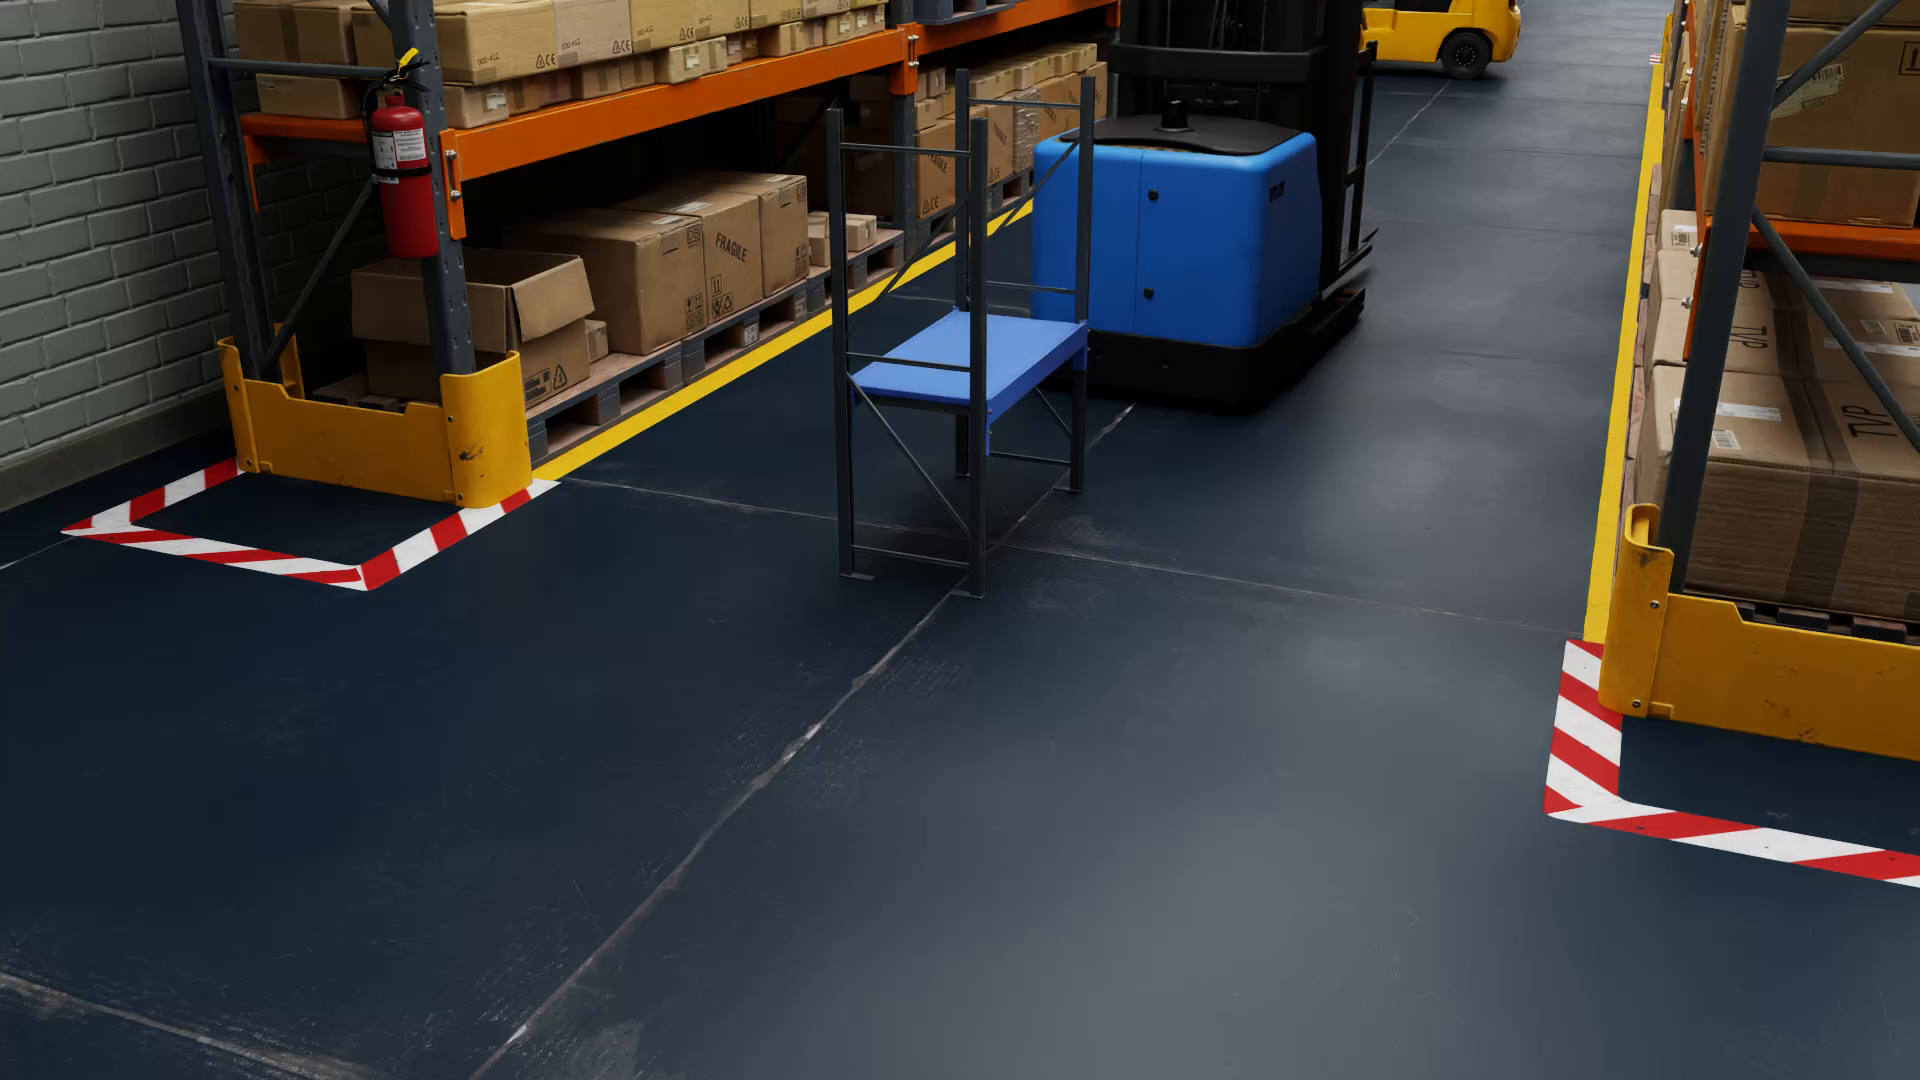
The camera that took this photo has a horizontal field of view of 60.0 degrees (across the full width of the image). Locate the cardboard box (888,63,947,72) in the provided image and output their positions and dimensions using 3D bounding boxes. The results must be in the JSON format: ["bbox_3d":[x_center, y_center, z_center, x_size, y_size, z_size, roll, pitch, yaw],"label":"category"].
[{"bbox_3d":[-0.307,-3.106,11.152,0.380,0.149,0.250,8,24,18],"label":"cardboard box"}]

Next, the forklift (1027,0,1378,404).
[{"bbox_3d":[1.394,-2.452,7.818,1.130,2.935,3.031,11,25,24],"label":"forklift"}]

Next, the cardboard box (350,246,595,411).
[{"bbox_3d":[-1.910,-0.854,6.597,0.797,0.503,0.637,8,24,18],"label":"cardboard box"}]

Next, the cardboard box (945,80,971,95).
[{"bbox_3d":[-0.154,-2.772,10.351,0.380,0.149,0.250,8,24,19],"label":"cardboard box"}]

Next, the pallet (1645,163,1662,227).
[{"bbox_3d":[4.994,-2.202,10.749,1.003,0.211,1.213,9,24,20],"label":"pallet"}]

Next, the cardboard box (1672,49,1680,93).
[{"bbox_3d":[6.650,-3.985,14.263,0.950,0.372,0.625,9,24,21],"label":"cardboard box"}]

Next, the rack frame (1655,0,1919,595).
[{"bbox_3d":[2.385,-0.898,4.007,1.000,3.000,0.127,9,24,20],"label":"rack frame"}]

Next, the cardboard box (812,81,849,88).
[{"bbox_3d":[-0.695,-2.734,10.260,0.380,0.149,0.250,9,24,21],"label":"cardboard box"}]

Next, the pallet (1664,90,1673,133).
[{"bbox_3d":[6.555,-3.626,14.158,1.003,0.211,1.213,9,24,20],"label":"pallet"}]

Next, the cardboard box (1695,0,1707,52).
[{"bbox_3d":[3.803,-2.456,7.934,0.500,0.250,0.500,8,24,19],"label":"cardboard box"}]

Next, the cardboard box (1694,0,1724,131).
[{"bbox_3d":[2.880,-1.704,5.808,0.500,0.500,0.500,10,24,22],"label":"cardboard box"}]

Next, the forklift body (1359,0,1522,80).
[{"bbox_3d":[4.708,-6.001,17.326,2.313,2.155,1.214,9,24,20],"label":"forklift body"}]

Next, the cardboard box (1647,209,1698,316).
[{"bbox_3d":[3.538,-1.131,7.346,0.875,0.438,0.875,8,24,19],"label":"cardboard box"}]

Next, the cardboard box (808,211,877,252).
[{"bbox_3d":[-0.673,-1.675,9.023,0.380,0.149,0.250,8,24,18],"label":"cardboard box"}]

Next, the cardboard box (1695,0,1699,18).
[{"bbox_3d":[4.567,-3.179,9.663,0.500,0.250,0.500,10,25,22],"label":"cardboard box"}]

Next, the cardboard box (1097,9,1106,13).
[{"bbox_3d":[1.754,-4.534,15.250,0.875,0.625,0.625,9,24,20],"label":"cardboard box"}]

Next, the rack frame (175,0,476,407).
[{"bbox_3d":[-2.225,-1.607,5.705,1.000,3.000,0.127,9,24,20],"label":"rack frame"}]

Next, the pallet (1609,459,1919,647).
[{"bbox_3d":[2.609,0.092,5.256,1.003,0.211,1.213,9,24,20],"label":"pallet"}]

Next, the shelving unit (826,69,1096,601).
[{"bbox_3d":[0.032,-0.723,5.534,0.538,1.500,1.048,9,24,20],"label":"shelving unit"}]

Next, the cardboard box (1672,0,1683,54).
[{"bbox_3d":[6.813,-4.713,15.191,0.500,0.500,0.500,8,24,19],"label":"cardboard box"}]

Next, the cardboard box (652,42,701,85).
[{"bbox_3d":[-1.323,-2.023,7.028,0.380,0.149,0.250,8,24,19],"label":"cardboard box"}]

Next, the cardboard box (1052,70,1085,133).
[{"bbox_3d":[0.593,-3.150,12.099,0.500,0.500,0.500,8,24,19],"label":"cardboard box"}]

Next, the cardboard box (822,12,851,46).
[{"bbox_3d":[-0.774,-2.579,8.359,0.380,0.149,0.250,9,24,21],"label":"cardboard box"}]

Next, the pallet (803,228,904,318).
[{"bbox_3d":[-0.995,-1.506,9.082,1.003,0.211,1.213,9,24,20],"label":"pallet"}]

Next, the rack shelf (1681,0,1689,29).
[{"bbox_3d":[6.099,-4.144,12.713,1.077,0.370,4.000,9,24,20],"label":"rack shelf"}]

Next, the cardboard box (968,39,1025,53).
[{"bbox_3d":[0.264,-3.667,12.495,0.380,0.149,0.250,10,25,23],"label":"cardboard box"}]

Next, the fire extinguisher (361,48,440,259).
[{"bbox_3d":[-1.851,-1.280,5.508,0.296,0.674,0.183,9,24,20],"label":"fire extinguisher"}]

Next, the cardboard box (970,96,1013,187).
[{"bbox_3d":[0.027,-2.589,10.756,0.500,0.500,0.500,8,24,18],"label":"cardboard box"}]

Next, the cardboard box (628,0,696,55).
[{"bbox_3d":[-1.434,-2.161,6.841,0.500,0.250,0.500,8,24,19],"label":"cardboard box"}]

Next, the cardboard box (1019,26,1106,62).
[{"bbox_3d":[0.991,-3.789,13.465,0.875,0.625,0.625,10,25,22],"label":"cardboard box"}]

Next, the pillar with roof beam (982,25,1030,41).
[{"bbox_3d":[4.391,-7.217,11.353,9.100,9.000,0.400,9,24,20],"label":"pillar with roof beam"}]

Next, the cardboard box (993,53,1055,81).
[{"bbox_3d":[0.447,-3.318,11.659,0.380,0.149,0.250,10,24,22],"label":"cardboard box"}]

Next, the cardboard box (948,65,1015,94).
[{"bbox_3d":[0.141,-3.045,11.005,0.380,0.149,0.250,9,24,20],"label":"cardboard box"}]

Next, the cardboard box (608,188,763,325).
[{"bbox_3d":[-1.267,-1.328,7.735,0.500,0.500,0.500,9,24,21],"label":"cardboard box"}]

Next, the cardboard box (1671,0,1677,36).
[{"bbox_3d":[7.379,-5.271,16.526,0.500,0.500,0.500,9,24,21],"label":"cardboard box"}]

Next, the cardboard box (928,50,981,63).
[{"bbox_3d":[-0.065,-3.392,11.835,0.380,0.149,0.250,8,24,18],"label":"cardboard box"}]

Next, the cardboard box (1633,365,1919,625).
[{"bbox_3d":[2.537,-0.160,5.020,0.875,0.438,0.875,8,24,18],"label":"cardboard box"}]

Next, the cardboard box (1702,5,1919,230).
[{"bbox_3d":[2.318,-1.154,4.492,0.500,0.500,0.500,9,24,20],"label":"cardboard box"}]

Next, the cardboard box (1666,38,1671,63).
[{"bbox_3d":[7.384,-4.921,16.661,0.500,0.250,0.500,11,25,24],"label":"cardboard box"}]

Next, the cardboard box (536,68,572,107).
[{"bbox_3d":[-1.731,-1.766,6.412,0.380,0.149,0.250,8,24,19],"label":"cardboard box"}]

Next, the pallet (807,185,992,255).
[{"bbox_3d":[-0.472,-2.048,10.379,1.003,0.211,1.213,9,24,20],"label":"pallet"}]

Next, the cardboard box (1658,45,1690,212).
[{"bbox_3d":[4.688,-2.420,9.863,0.875,0.875,0.875,9,24,21],"label":"cardboard box"}]

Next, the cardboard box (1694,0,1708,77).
[{"bbox_3d":[3.453,-2.245,7.102,0.500,0.500,0.500,10,25,22],"label":"cardboard box"}]

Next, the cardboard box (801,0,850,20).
[{"bbox_3d":[-0.874,-2.708,8.149,0.500,0.250,0.500,9,24,20],"label":"cardboard box"}]

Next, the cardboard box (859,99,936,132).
[{"bbox_3d":[-0.359,-2.468,9.624,0.380,0.149,0.250,10,25,23],"label":"cardboard box"}]

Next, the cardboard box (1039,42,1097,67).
[{"bbox_3d":[0.798,-3.596,12.325,0.380,0.149,0.250,8,24,17],"label":"cardboard box"}]

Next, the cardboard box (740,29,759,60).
[{"bbox_3d":[-1.165,-2.318,7.733,0.380,0.149,0.250,9,24,21],"label":"cardboard box"}]

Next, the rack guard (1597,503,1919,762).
[{"bbox_3d":[2.376,0.264,4.468,1.175,0.500,0.348,9,24,20],"label":"rack guard"}]

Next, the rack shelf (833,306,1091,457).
[{"bbox_3d":[0.032,-0.557,5.603,0.538,0.185,1.000,9,24,20],"label":"rack shelf"}]

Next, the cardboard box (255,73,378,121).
[{"bbox_3d":[-2.351,-1.648,6.130,0.380,0.149,0.250,8,24,19],"label":"cardboard box"}]

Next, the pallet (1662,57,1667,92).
[{"bbox_3d":[7.511,-4.589,16.462,1.003,0.211,1.213,9,24,20],"label":"pallet"}]
